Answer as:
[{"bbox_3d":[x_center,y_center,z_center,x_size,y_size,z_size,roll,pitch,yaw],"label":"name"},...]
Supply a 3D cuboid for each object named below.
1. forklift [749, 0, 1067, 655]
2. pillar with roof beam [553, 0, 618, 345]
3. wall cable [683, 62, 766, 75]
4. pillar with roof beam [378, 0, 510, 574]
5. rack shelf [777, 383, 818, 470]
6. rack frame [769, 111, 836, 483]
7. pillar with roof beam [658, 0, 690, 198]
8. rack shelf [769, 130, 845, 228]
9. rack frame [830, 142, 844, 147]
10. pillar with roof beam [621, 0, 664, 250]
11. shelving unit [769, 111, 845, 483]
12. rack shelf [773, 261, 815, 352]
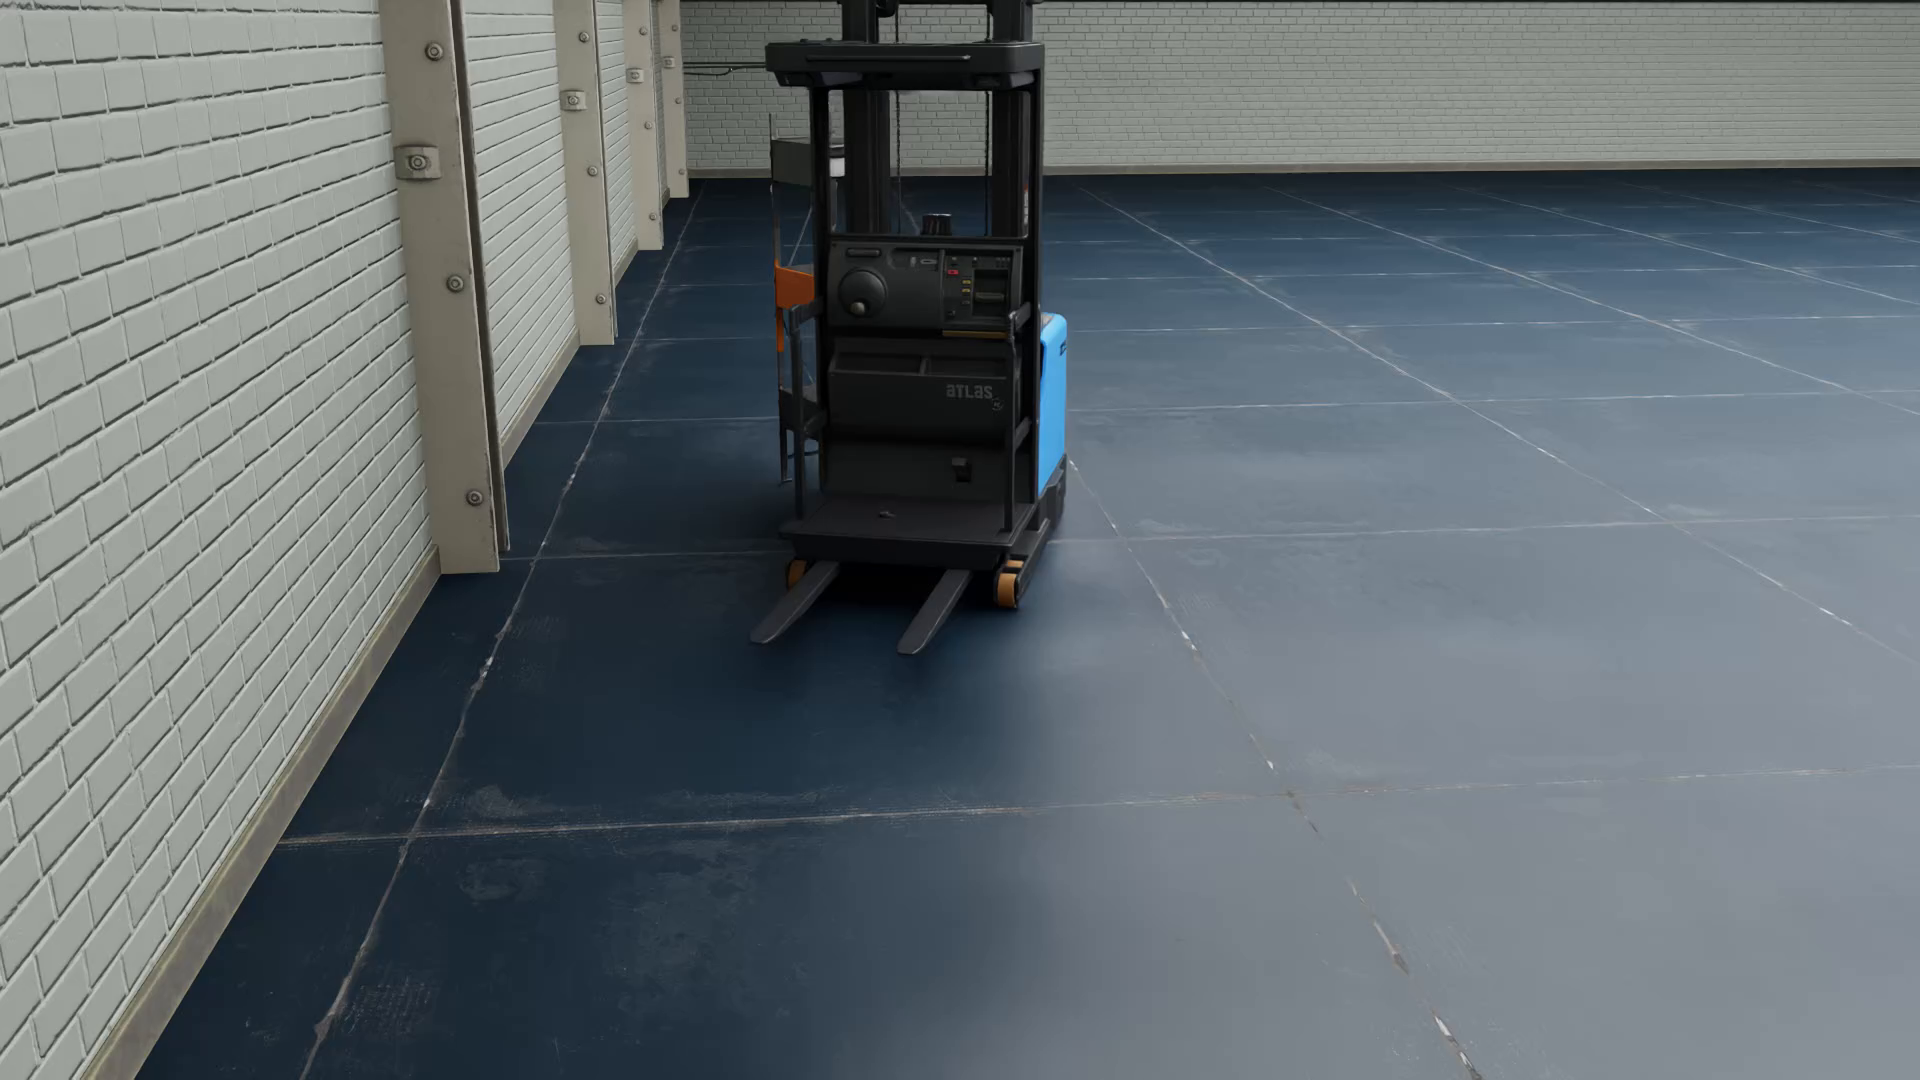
[{"bbox_3d":[-0.207,-1.203,7.616,1.130,2.935,3.031,4,18,11],"label":"forklift"},{"bbox_3d":[1.217,-6.111,13.119,9.100,9.000,0.400,-2,18,-6],"label":"pillar with roof beam"},{"bbox_3d":[-3.292,-8.990,27.474,3.097,2.526,0.112,-2,18,-6],"label":"wall cable"},{"bbox_3d":[1.835,-4.323,7.425,9.100,9.000,0.400,-2,18,-6],"label":"pillar with roof beam"},{"bbox_3d":[-0.741,-0.633,9.570,0.431,0.518,0.480,-12,21,-33],"label":"rack shelf"},{"bbox_3d":[-0.880,-1.374,9.548,0.400,2.100,0.015,-12,21,-33],"label":"rack frame"},{"bbox_3d":[-0.021,-9.686,24.507,9.100,9.000,0.400,-2,18,-6],"label":"pillar with roof beam"},{"bbox_3d":[-0.741,-1.969,9.150,0.431,0.518,0.480,-12,21,-33],"label":"rack shelf"},{"bbox_3d":[-0.603,-1.253,9.164,0.400,2.100,0.015,-12,21,-33],"label":"rack frame"},{"bbox_3d":[0.598,-7.899,18.813,9.100,9.000,0.400,-2,18,-6],"label":"pillar with roof beam"},{"bbox_3d":[-0.741,-1.314,9.356,0.431,2.100,0.503,-12,21,-33],"label":"shelving unit"},{"bbox_3d":[-0.741,-1.301,9.360,0.431,0.518,0.480,-12,21,-33],"label":"rack shelf"}]
